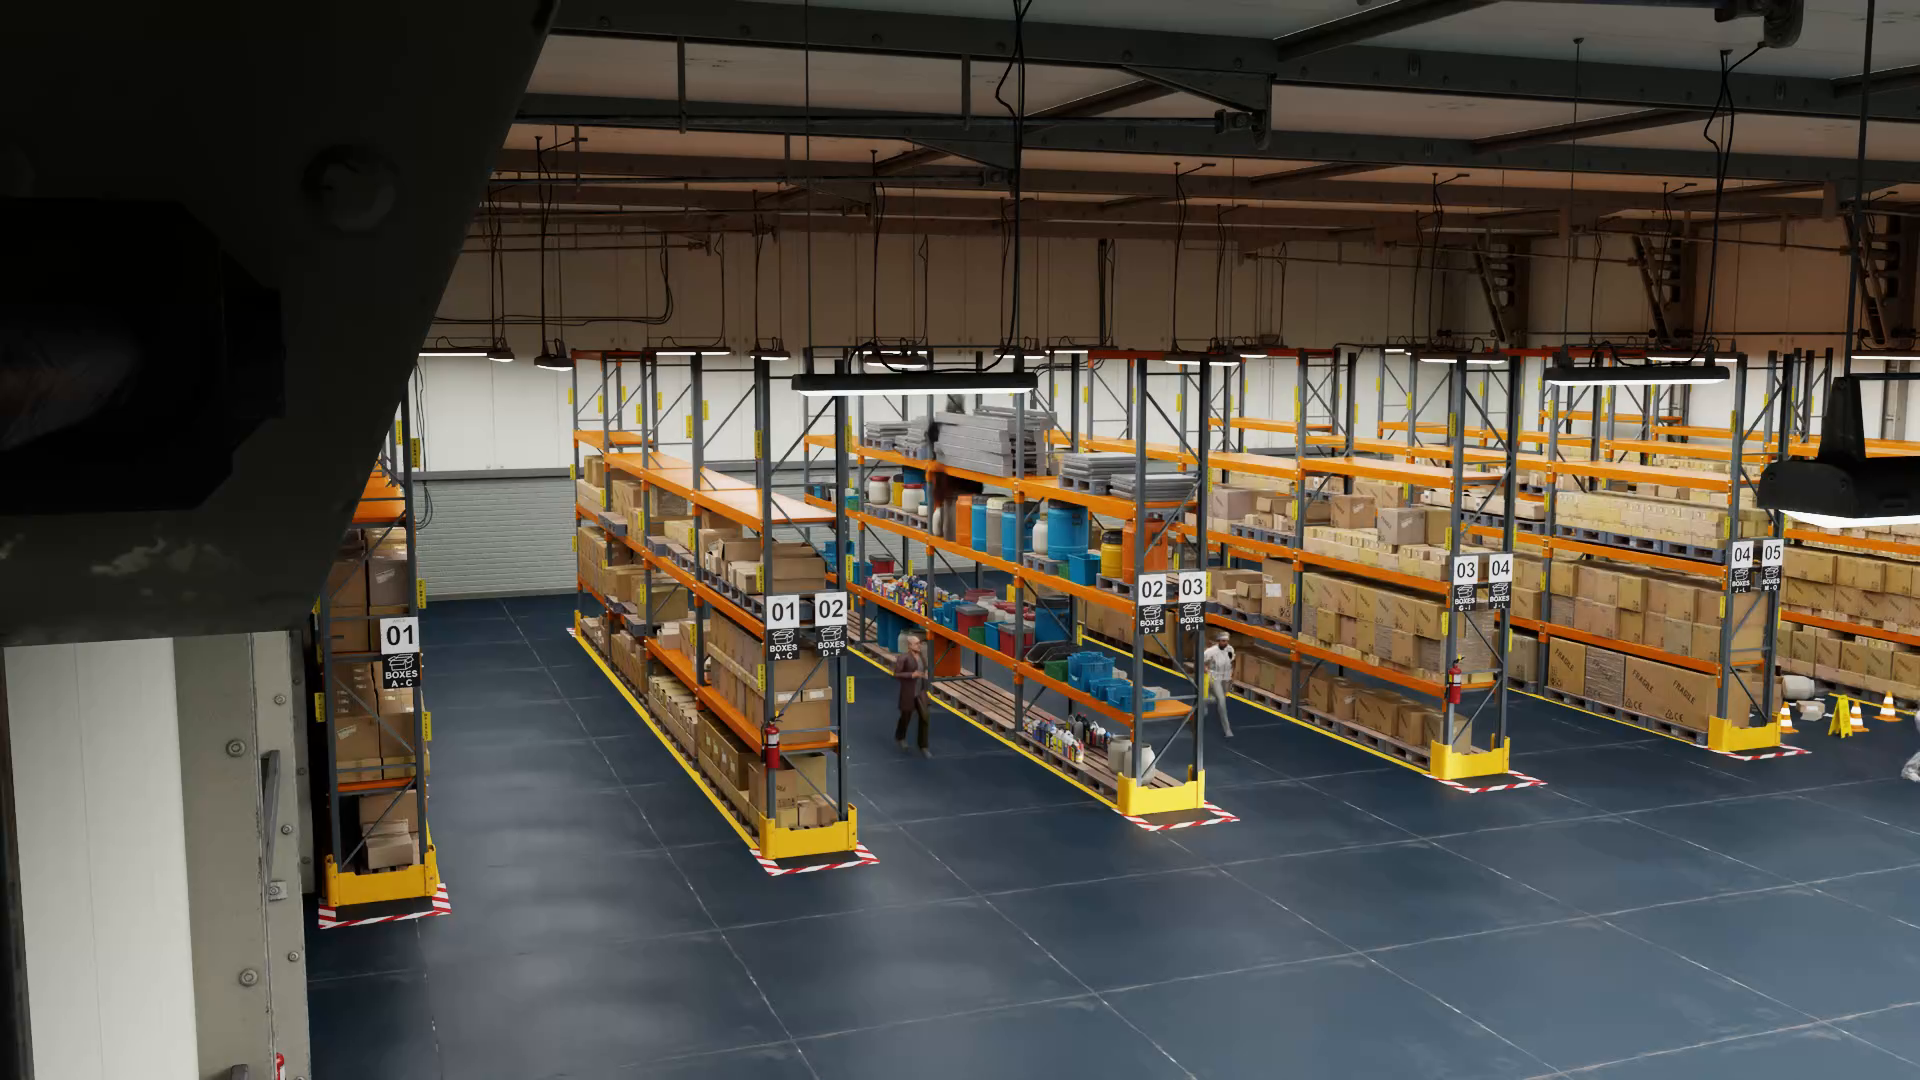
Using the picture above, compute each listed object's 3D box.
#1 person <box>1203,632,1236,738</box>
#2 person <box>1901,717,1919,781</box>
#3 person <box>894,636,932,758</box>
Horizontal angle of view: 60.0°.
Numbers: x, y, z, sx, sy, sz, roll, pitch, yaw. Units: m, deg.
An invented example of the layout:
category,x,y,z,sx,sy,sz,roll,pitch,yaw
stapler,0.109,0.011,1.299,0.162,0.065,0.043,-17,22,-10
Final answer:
category,x,y,z,sx,sy,sz,roll,pitch,yaw
person,4.090,2.244,26.493,0.575,1.684,1.008,-3,8,-22
person,13.853,2.616,23.464,0.917,1.603,0.708,4,8,27
person,-0.755,2.357,25.034,0.668,1.855,0.861,-5,9,-36
